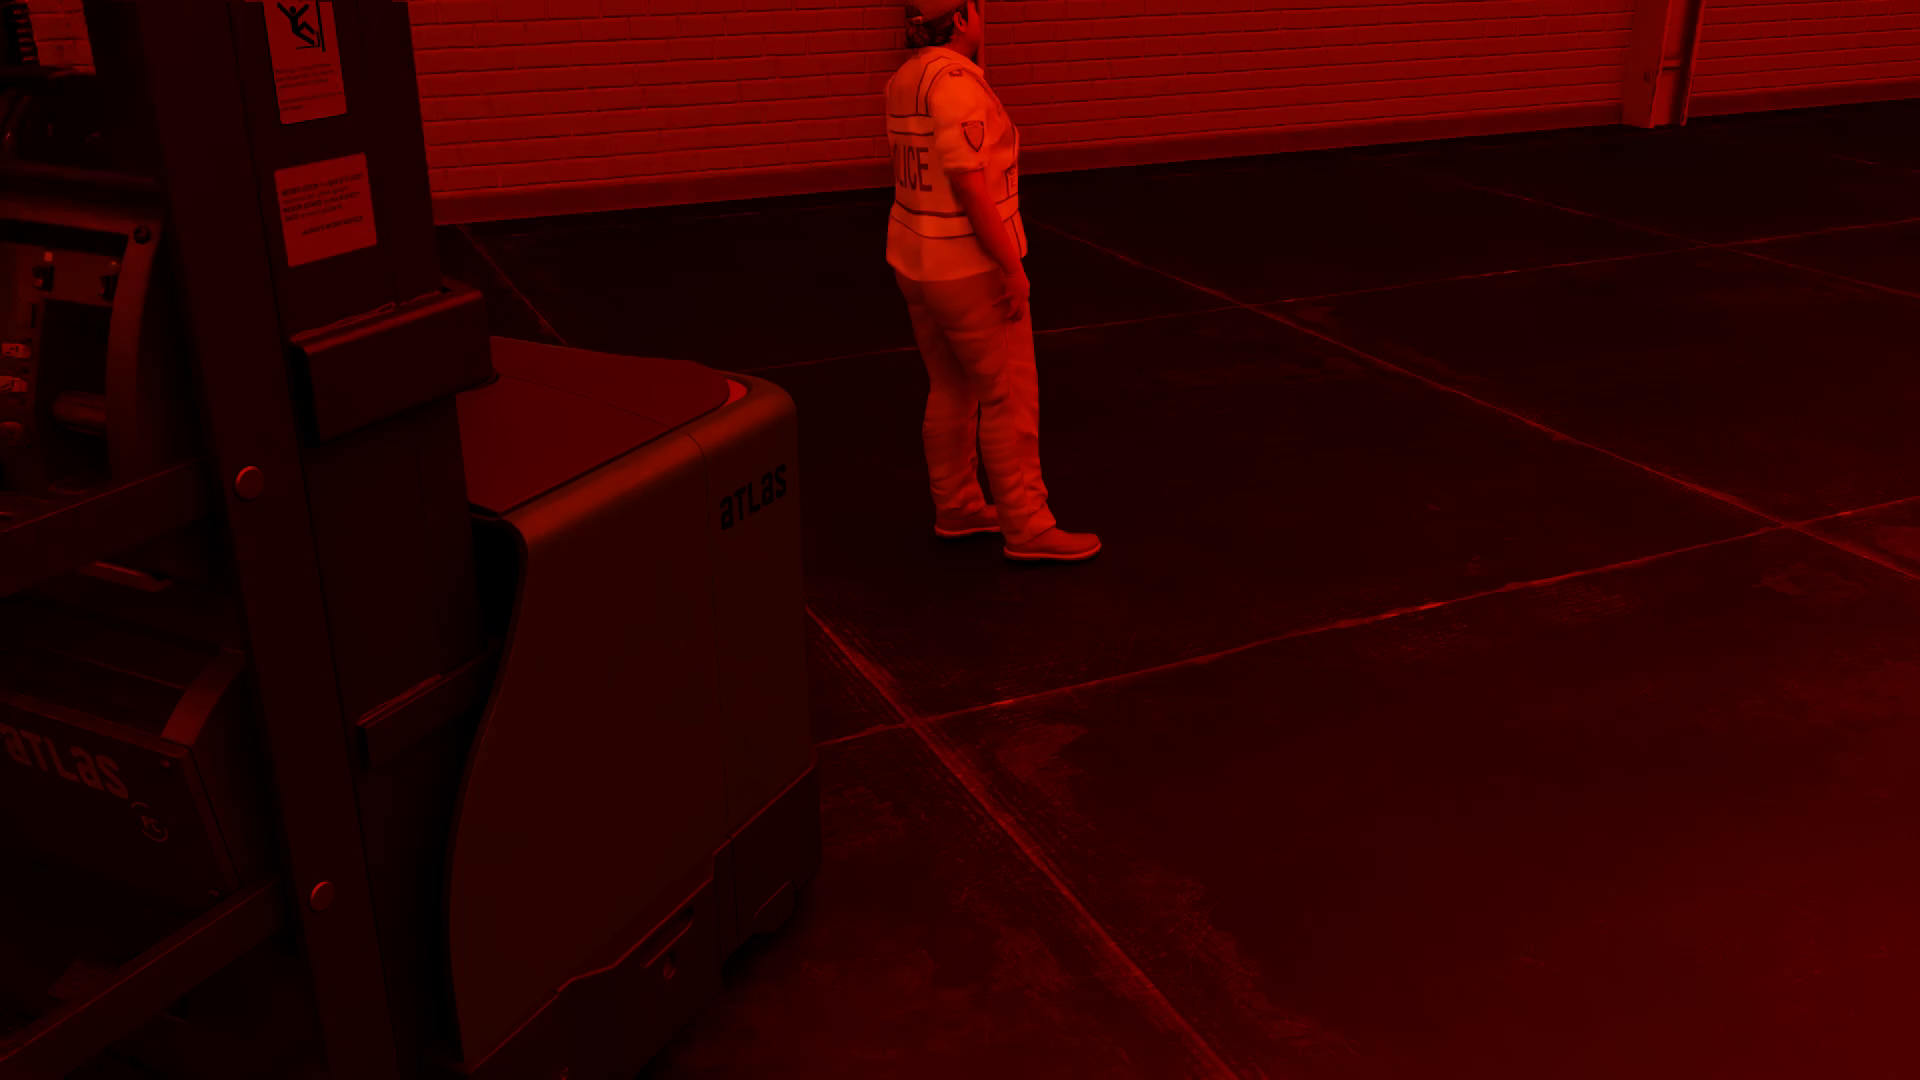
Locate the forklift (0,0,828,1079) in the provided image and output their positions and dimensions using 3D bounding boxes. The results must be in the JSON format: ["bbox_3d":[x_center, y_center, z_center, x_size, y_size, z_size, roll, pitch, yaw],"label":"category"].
[{"bbox_3d":[-1.375,-0.236,1.853,1.130,2.935,3.031,11,25,24],"label":"forklift"}]

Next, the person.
[{"bbox_3d":[0.079,-0.781,4.795,0.529,1.669,0.599,-10,25,-23],"label":"person"}]
